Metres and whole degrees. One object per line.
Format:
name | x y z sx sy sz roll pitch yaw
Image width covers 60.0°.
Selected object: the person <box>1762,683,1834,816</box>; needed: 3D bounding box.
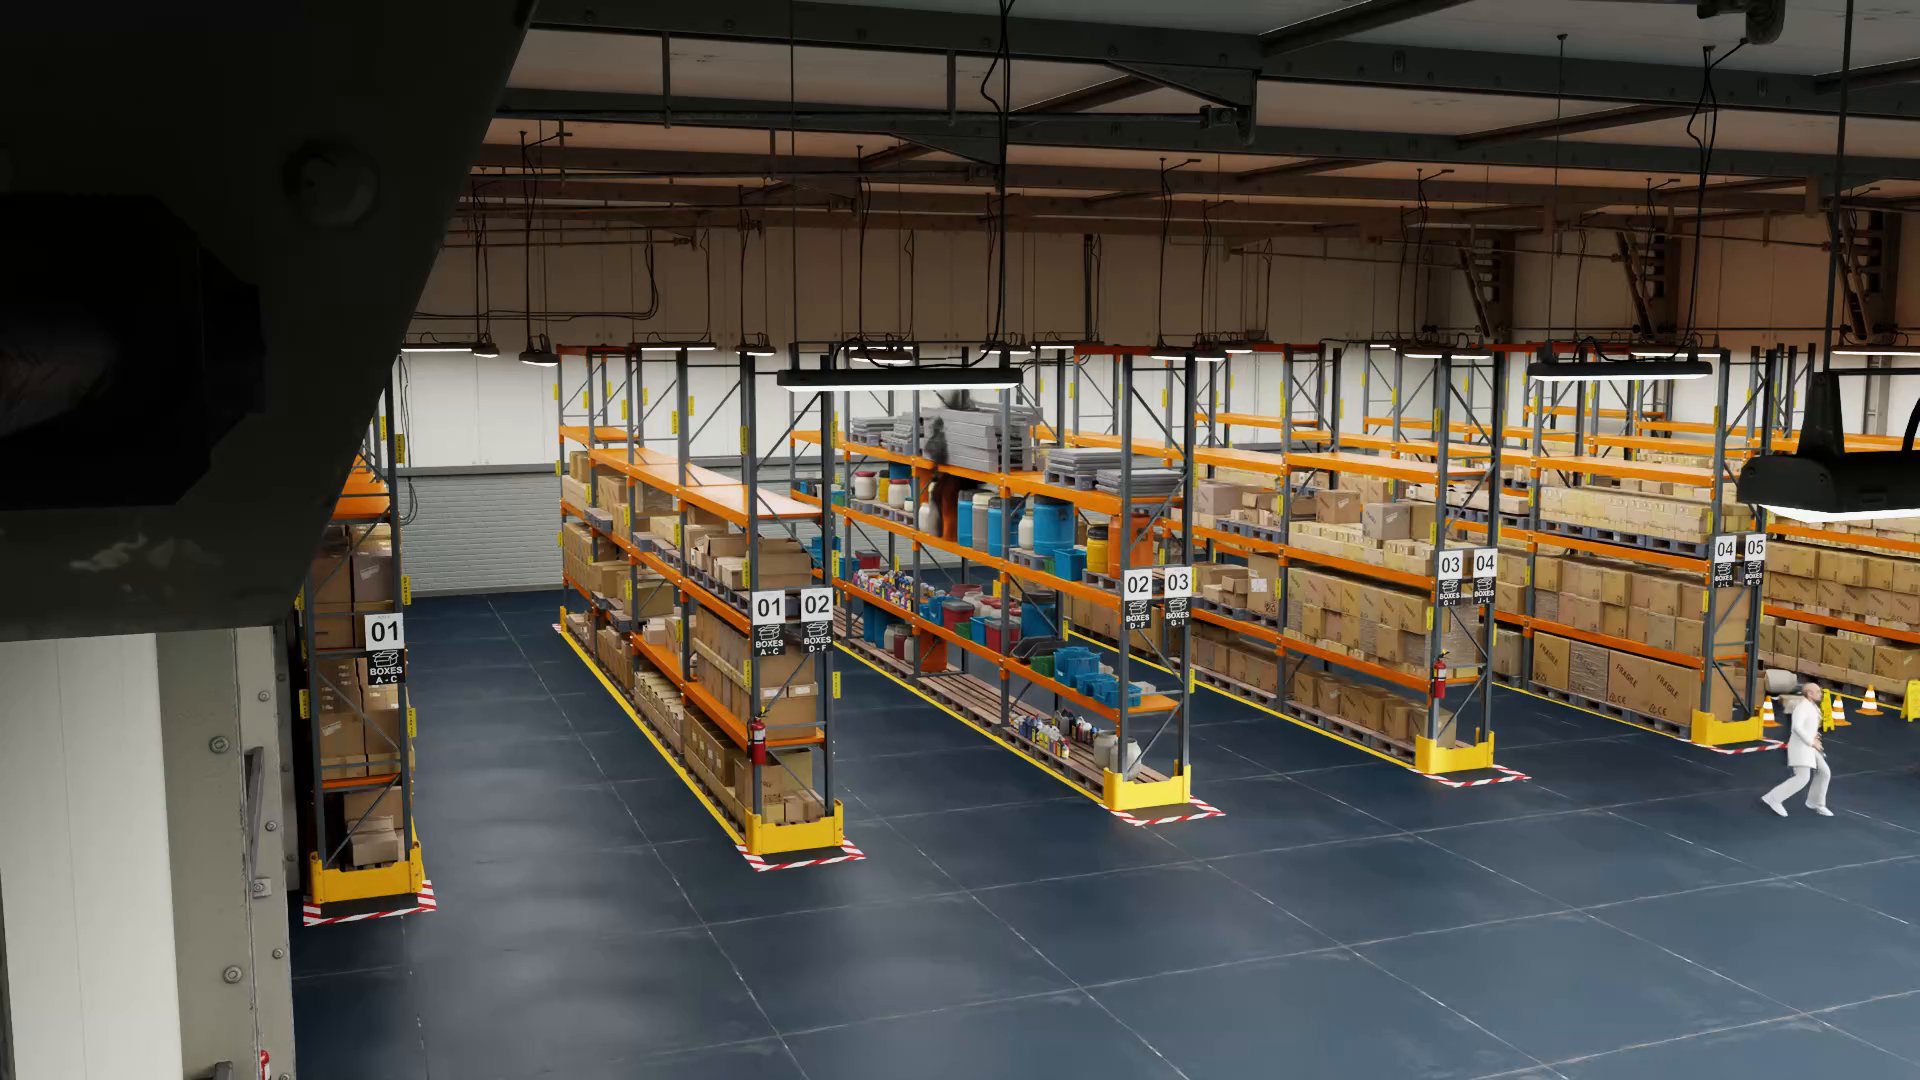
person | 10.967 2.742 21.658 0.822 1.781 0.933 4 8 31
